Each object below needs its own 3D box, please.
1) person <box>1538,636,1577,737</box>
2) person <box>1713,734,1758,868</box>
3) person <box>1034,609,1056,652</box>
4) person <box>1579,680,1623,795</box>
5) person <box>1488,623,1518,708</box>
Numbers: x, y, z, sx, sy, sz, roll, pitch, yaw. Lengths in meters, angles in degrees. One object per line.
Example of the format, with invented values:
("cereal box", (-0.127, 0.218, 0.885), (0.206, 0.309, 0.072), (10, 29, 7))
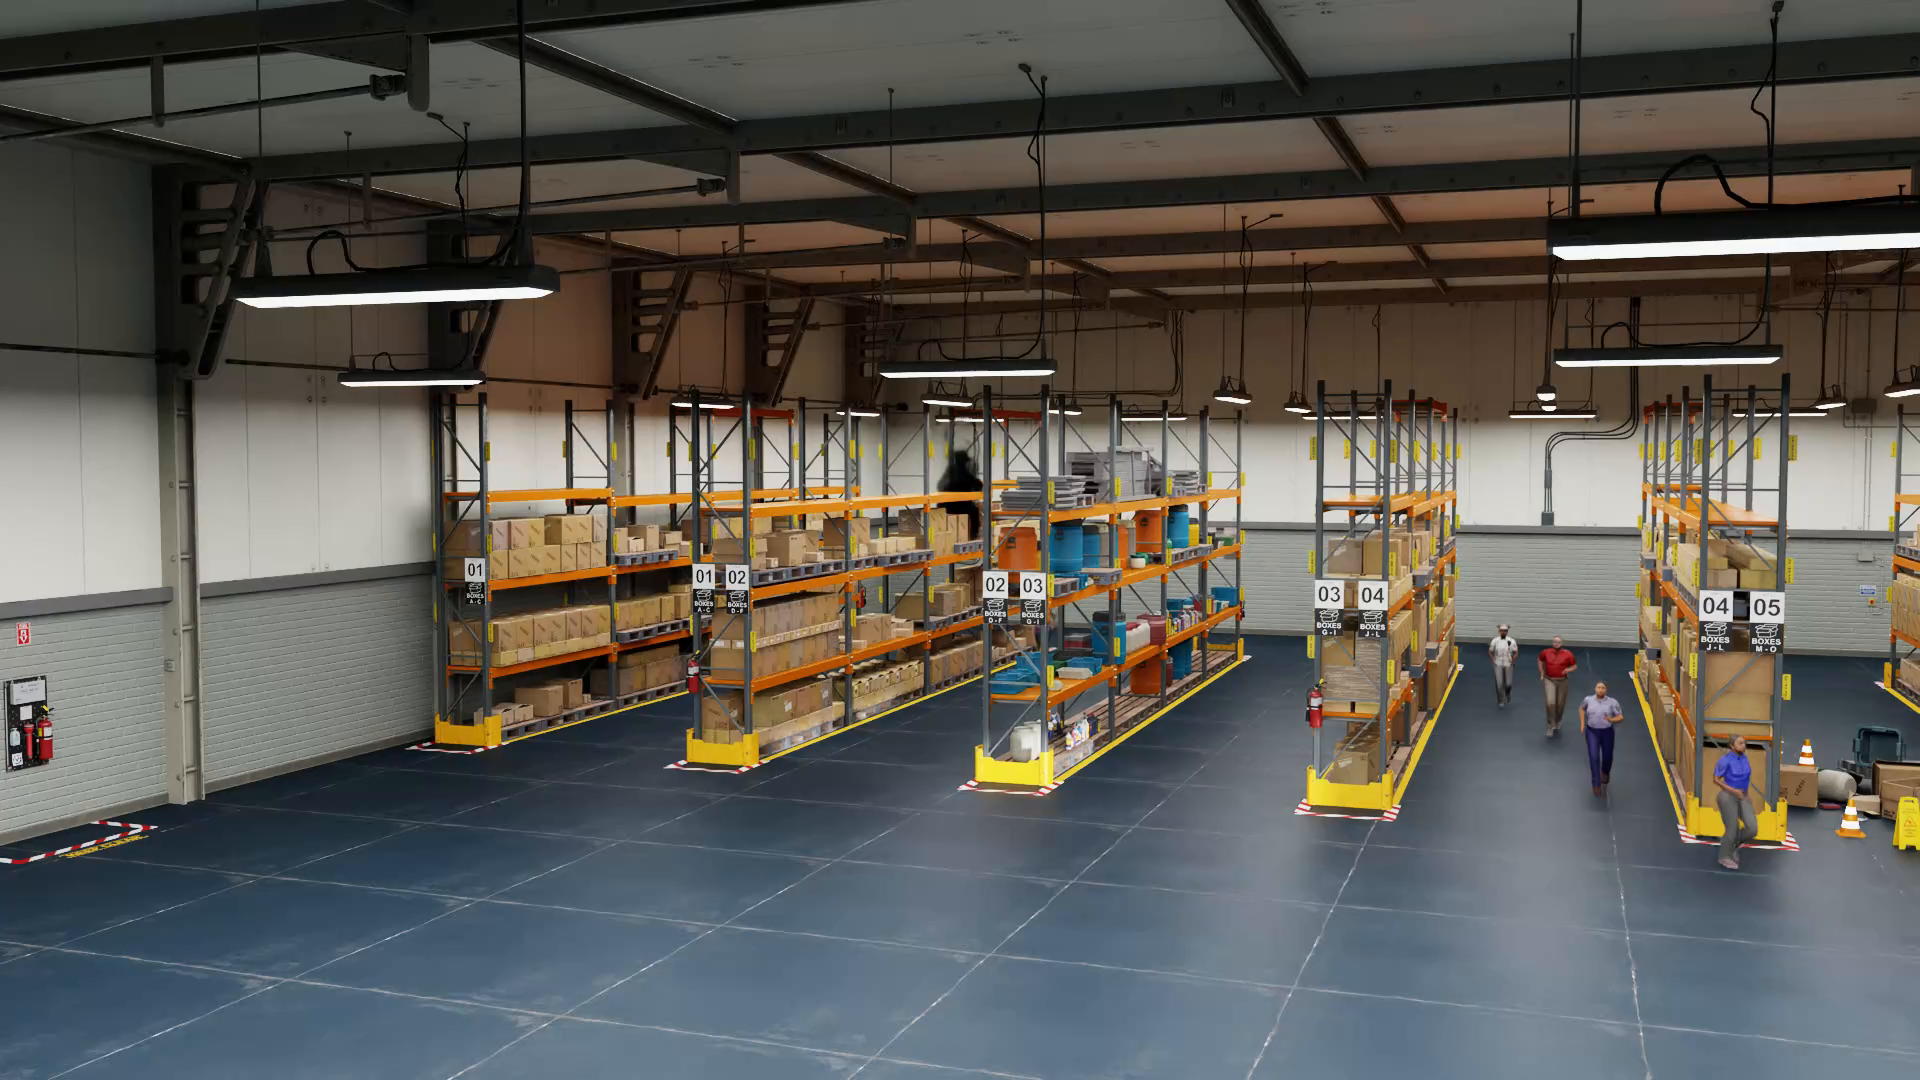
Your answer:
("person", (10.582, 2.621, 29.459), (0.645, 1.715, 0.816), (1, 3, 15))
("person", (9.310, 3.135, 19.915), (0.592, 1.611, 0.543), (-1, 3, -18))
("person", (1.755, 2.003, 35.563), (0.544, 1.606, 0.822), (1, 3, 11))
("person", (9.402, 2.909, 24.410), (0.607, 1.546, 0.906), (1, 3, 21))
("person", (10.605, 2.445, 32.493), (0.573, 1.650, 0.583), (1, 3, 19))
